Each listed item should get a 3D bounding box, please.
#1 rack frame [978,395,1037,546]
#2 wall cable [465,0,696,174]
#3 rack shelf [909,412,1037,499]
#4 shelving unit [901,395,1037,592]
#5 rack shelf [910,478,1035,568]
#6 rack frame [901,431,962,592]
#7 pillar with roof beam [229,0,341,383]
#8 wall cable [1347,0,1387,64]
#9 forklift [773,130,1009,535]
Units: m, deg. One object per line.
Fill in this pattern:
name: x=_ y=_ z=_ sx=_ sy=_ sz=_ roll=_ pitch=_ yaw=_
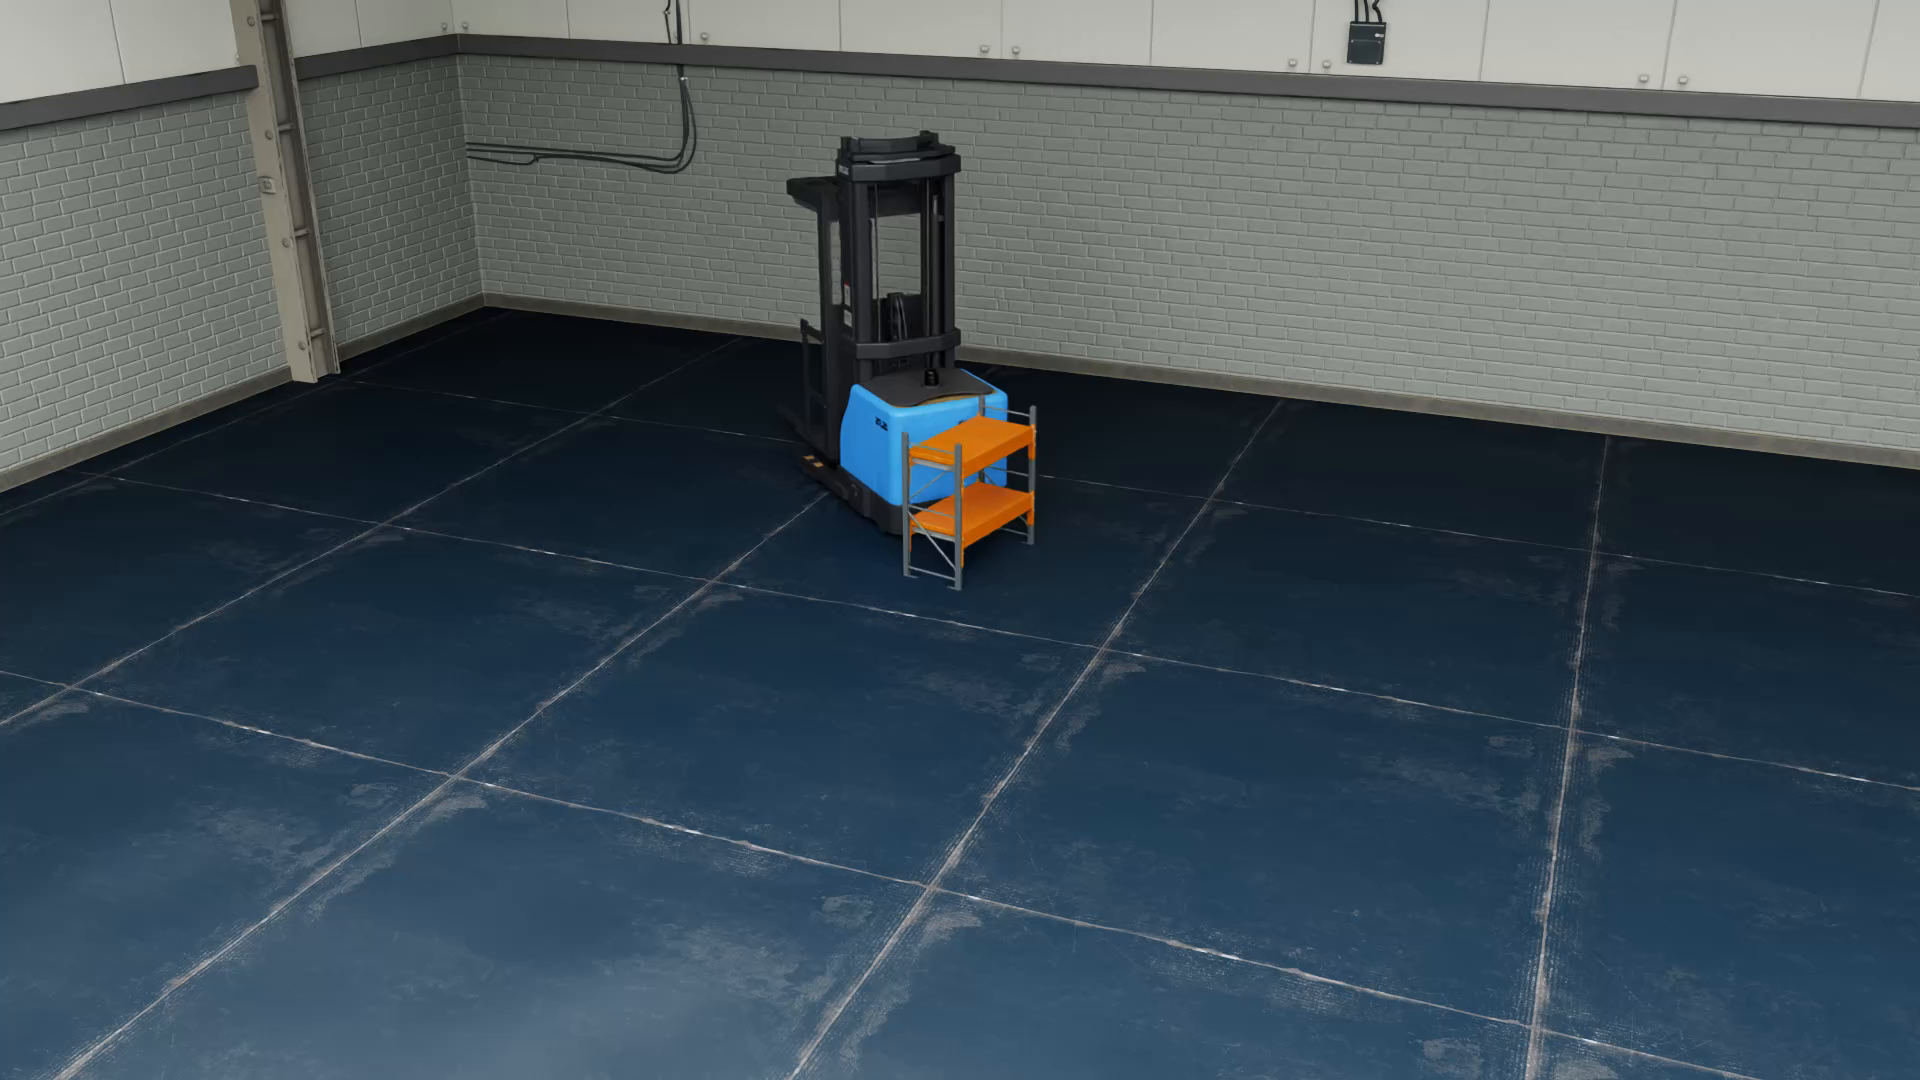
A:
rack frame: x=0.358 y=-0.530 z=12.781 sx=0.500 sy=1.125 sz=0.032 roll=14 pitch=27 yaw=31
wall cable: x=-4.258 y=-5.259 z=17.916 sx=3.097 sy=2.526 sz=0.112 roll=9 pitch=24 yaw=20
rack shelf: x=0.078 y=-0.636 z=12.277 sx=0.538 sy=0.278 sz=1.000 roll=14 pitch=27 yaw=31
shelving unit: x=0.078 y=-0.366 z=12.390 sx=0.538 sy=1.125 sz=1.048 roll=14 pitch=27 yaw=31
rack shelf: x=0.078 y=-0.141 z=12.484 sx=0.538 sy=0.278 sz=1.000 roll=14 pitch=27 yaw=31
rack frame: x=-0.203 y=-0.203 z=11.999 sx=0.500 sy=1.125 sz=0.032 roll=14 pitch=27 yaw=31
pillar with roof beam: x=-2.583 y=-5.211 z=13.771 sx=9.100 sy=9.000 sz=0.400 roll=9 pitch=24 yaw=20
wall cable: x=4.551 y=-6.896 z=13.395 sx=2.305 sy=6.003 sz=0.169 roll=9 pitch=24 yaw=20
forklift: x=-0.733 y=-1.921 z=13.769 sx=1.130 sy=2.935 sz=3.031 roll=-11 pitch=25 yaw=-25
